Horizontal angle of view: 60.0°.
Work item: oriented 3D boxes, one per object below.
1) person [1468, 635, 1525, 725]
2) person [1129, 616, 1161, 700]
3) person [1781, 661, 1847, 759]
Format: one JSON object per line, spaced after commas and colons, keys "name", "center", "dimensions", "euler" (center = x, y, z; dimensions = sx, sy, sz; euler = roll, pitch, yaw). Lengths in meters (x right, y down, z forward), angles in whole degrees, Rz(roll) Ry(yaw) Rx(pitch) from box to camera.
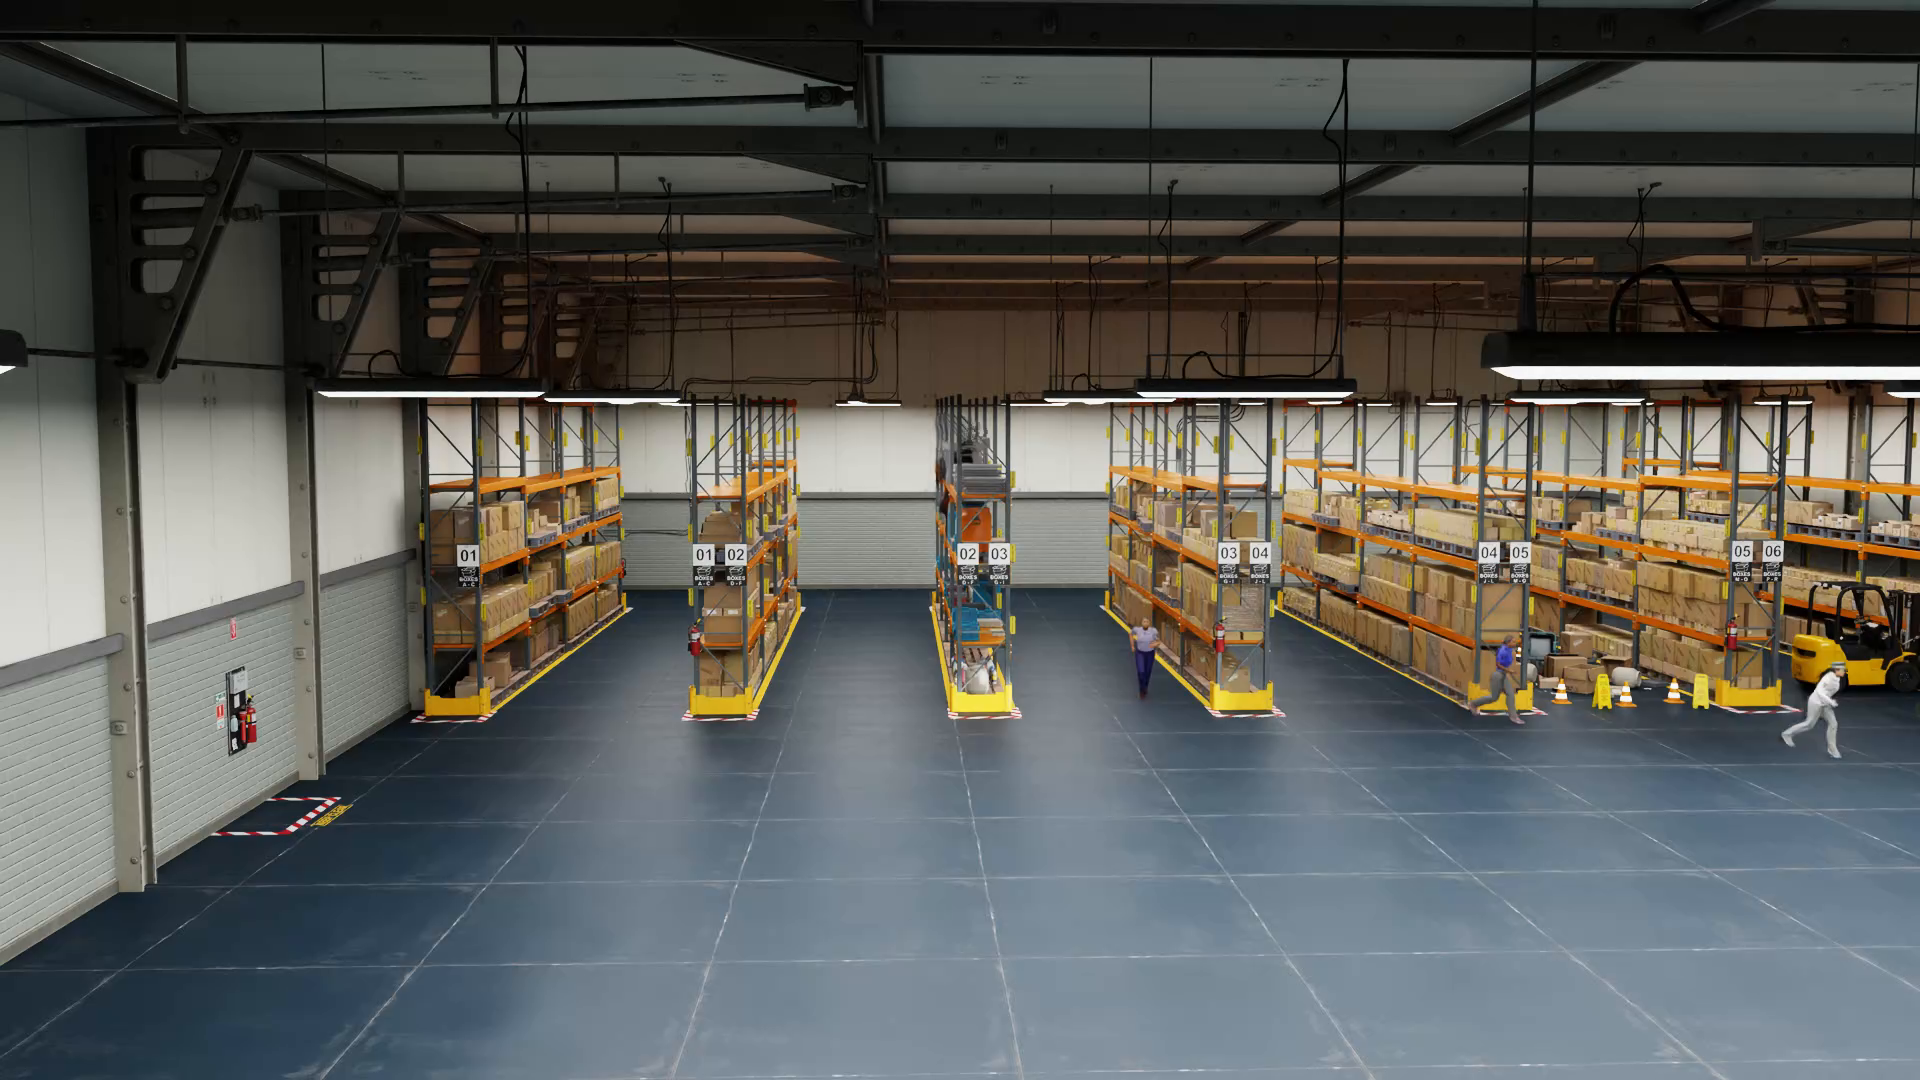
{"name": "person", "center": [9.831, 2.533, 30.395], "dimensions": [1.013, 1.609, 0.612], "euler": [2, 5, 26]}
{"name": "person", "center": [3.667, 2.348, 33.004], "dimensions": [0.603, 1.717, 0.848], "euler": [0, 4, 1]}
{"name": "person", "center": [14.186, 2.775, 27.615], "dimensions": [0.978, 1.627, 0.654], "euler": [4, 6, 41]}
